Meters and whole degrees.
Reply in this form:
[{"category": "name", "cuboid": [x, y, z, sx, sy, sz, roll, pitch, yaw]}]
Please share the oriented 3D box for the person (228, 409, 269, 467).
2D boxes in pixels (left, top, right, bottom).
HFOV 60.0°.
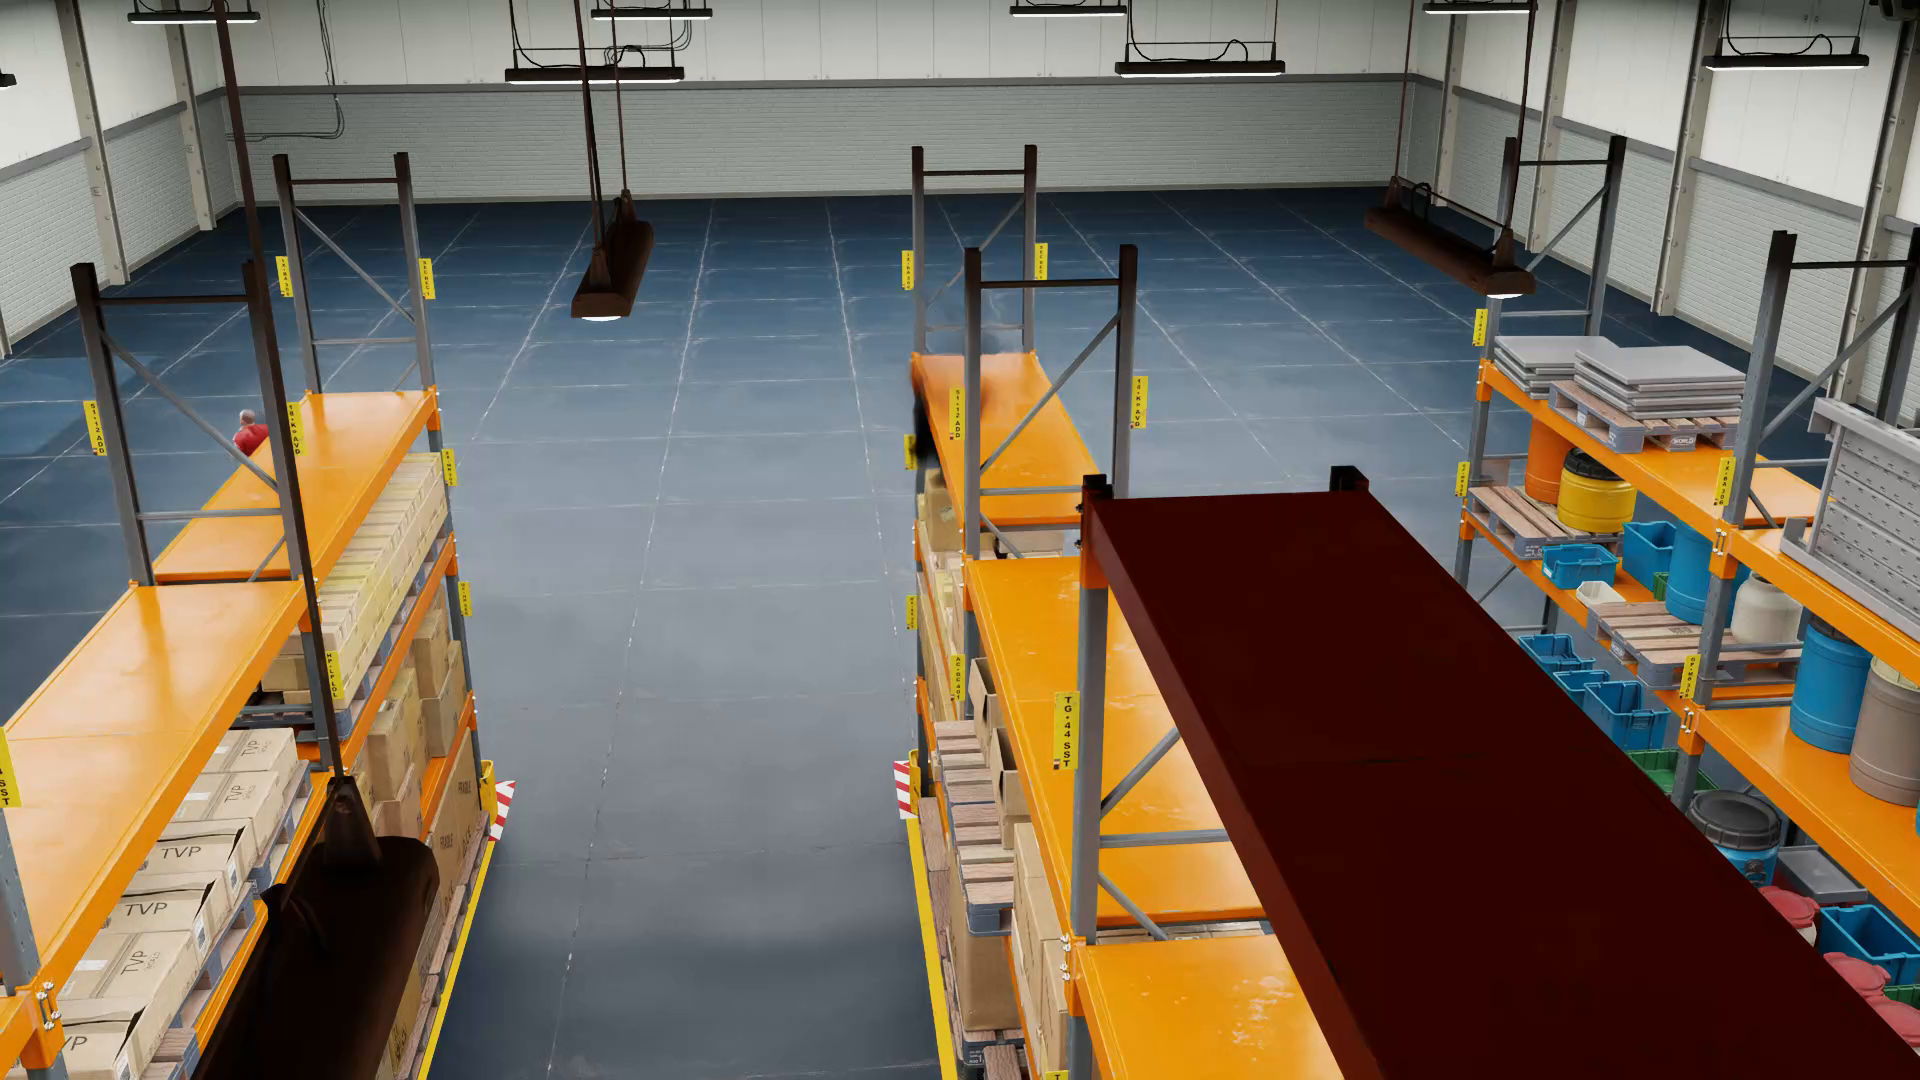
[{"category": "person", "cuboid": [-9.140, -0.893, 21.600, 0.830, 1.688, 0.675, 11, 24, 27]}]
